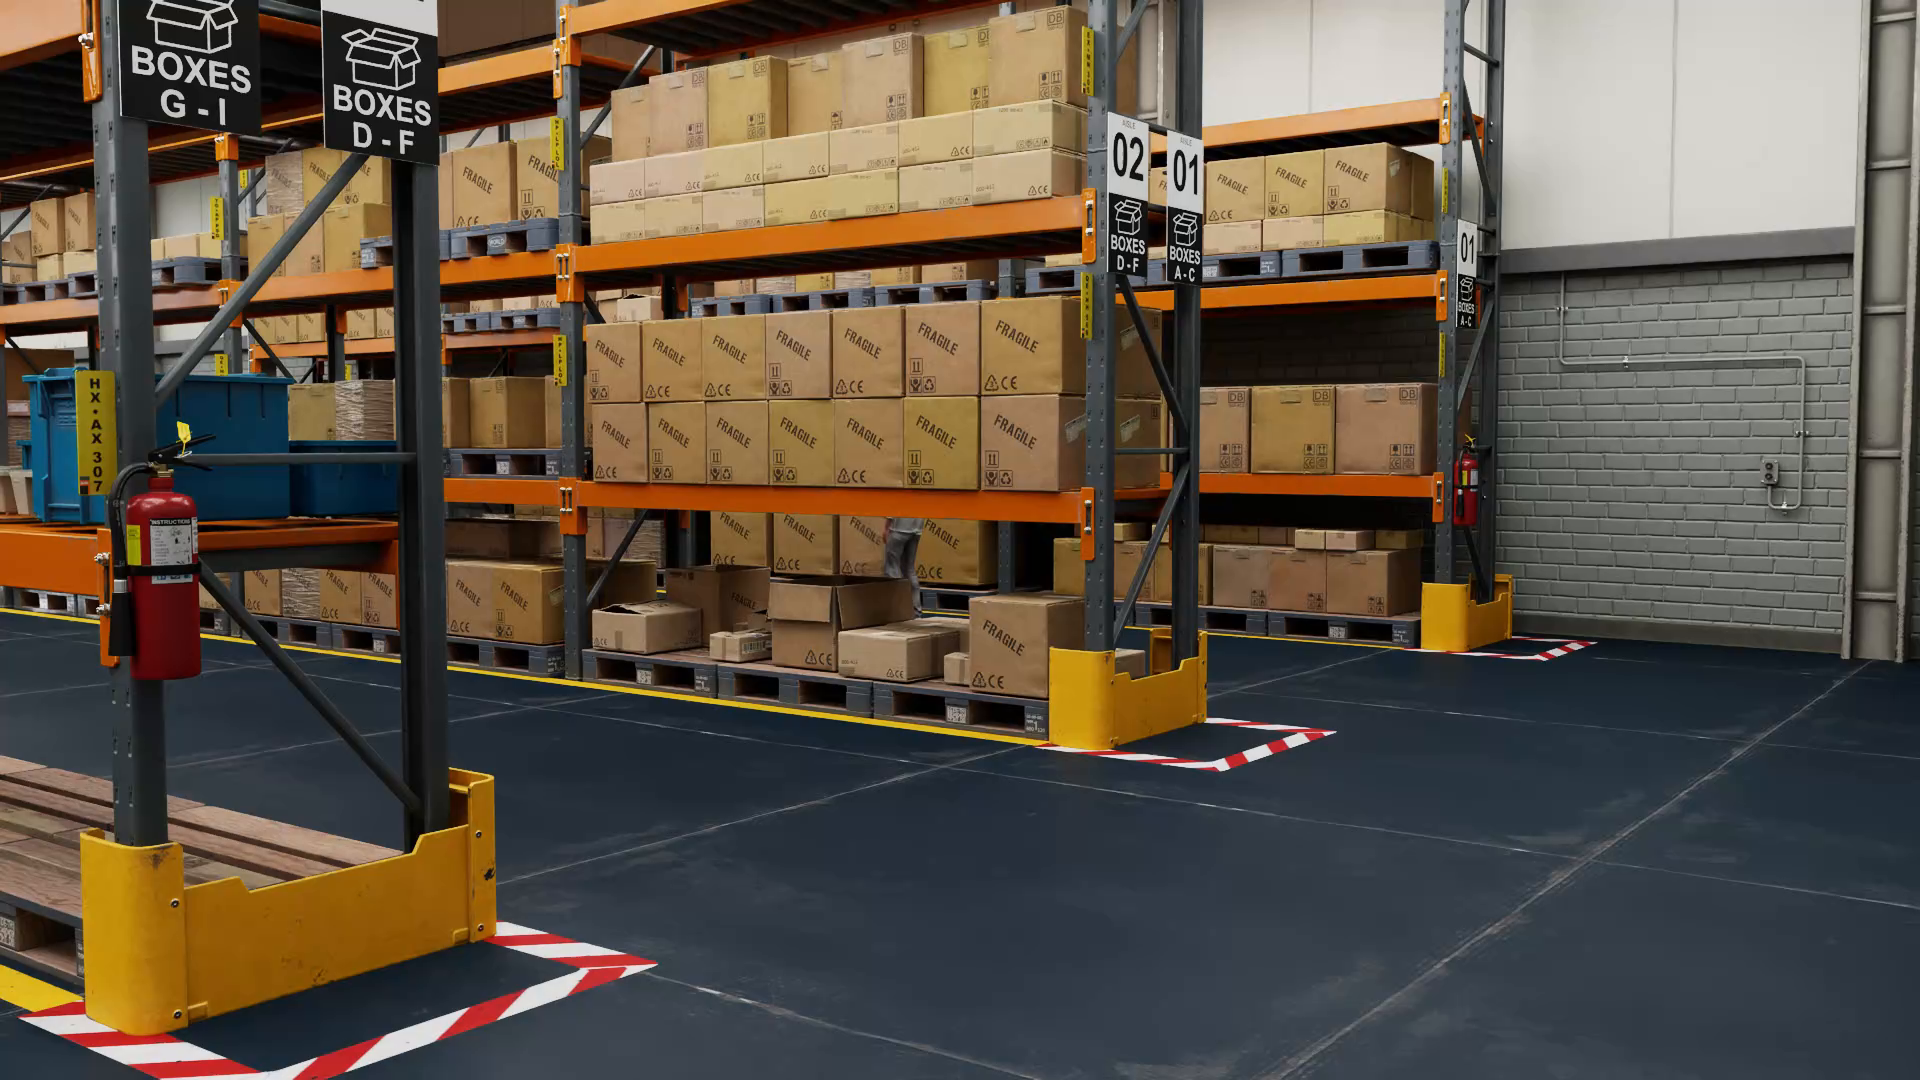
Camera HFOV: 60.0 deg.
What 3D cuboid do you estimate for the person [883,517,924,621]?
[{"bbox_3d":[-0.509,-0.077,14.204,0.376,1.591,0.466,2,4,34],"label":"person"}]
